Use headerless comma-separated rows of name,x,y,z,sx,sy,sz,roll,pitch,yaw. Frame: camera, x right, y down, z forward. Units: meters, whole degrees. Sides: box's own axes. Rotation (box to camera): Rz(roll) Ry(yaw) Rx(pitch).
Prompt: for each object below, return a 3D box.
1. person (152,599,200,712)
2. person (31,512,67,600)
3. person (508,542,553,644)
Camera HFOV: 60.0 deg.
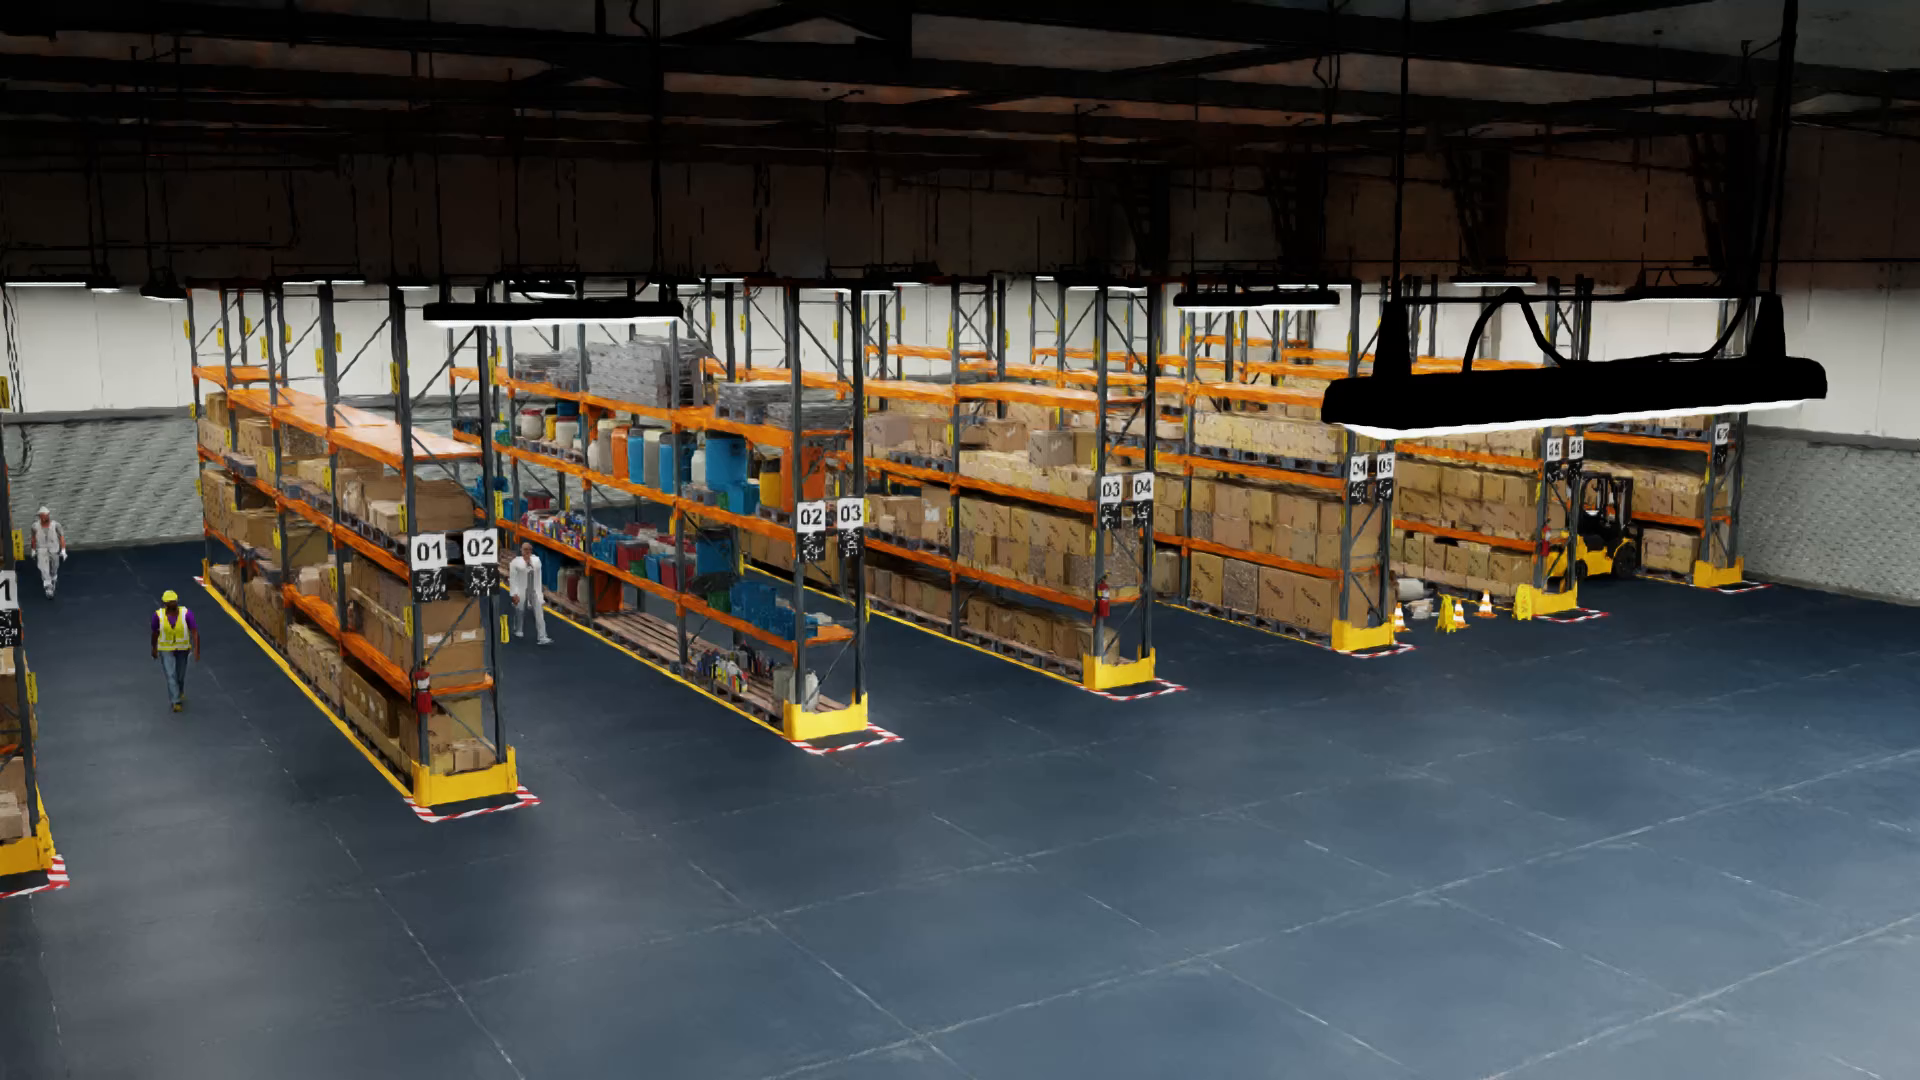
person,-11.164,1.564,23.694,0.591,1.675,1.042,-6,11,-33
person,-17.231,0.248,31.457,0.565,1.688,1.045,-6,11,-33
person,-7.202,0.913,27.698,0.598,1.588,1.194,-6,11,-30
